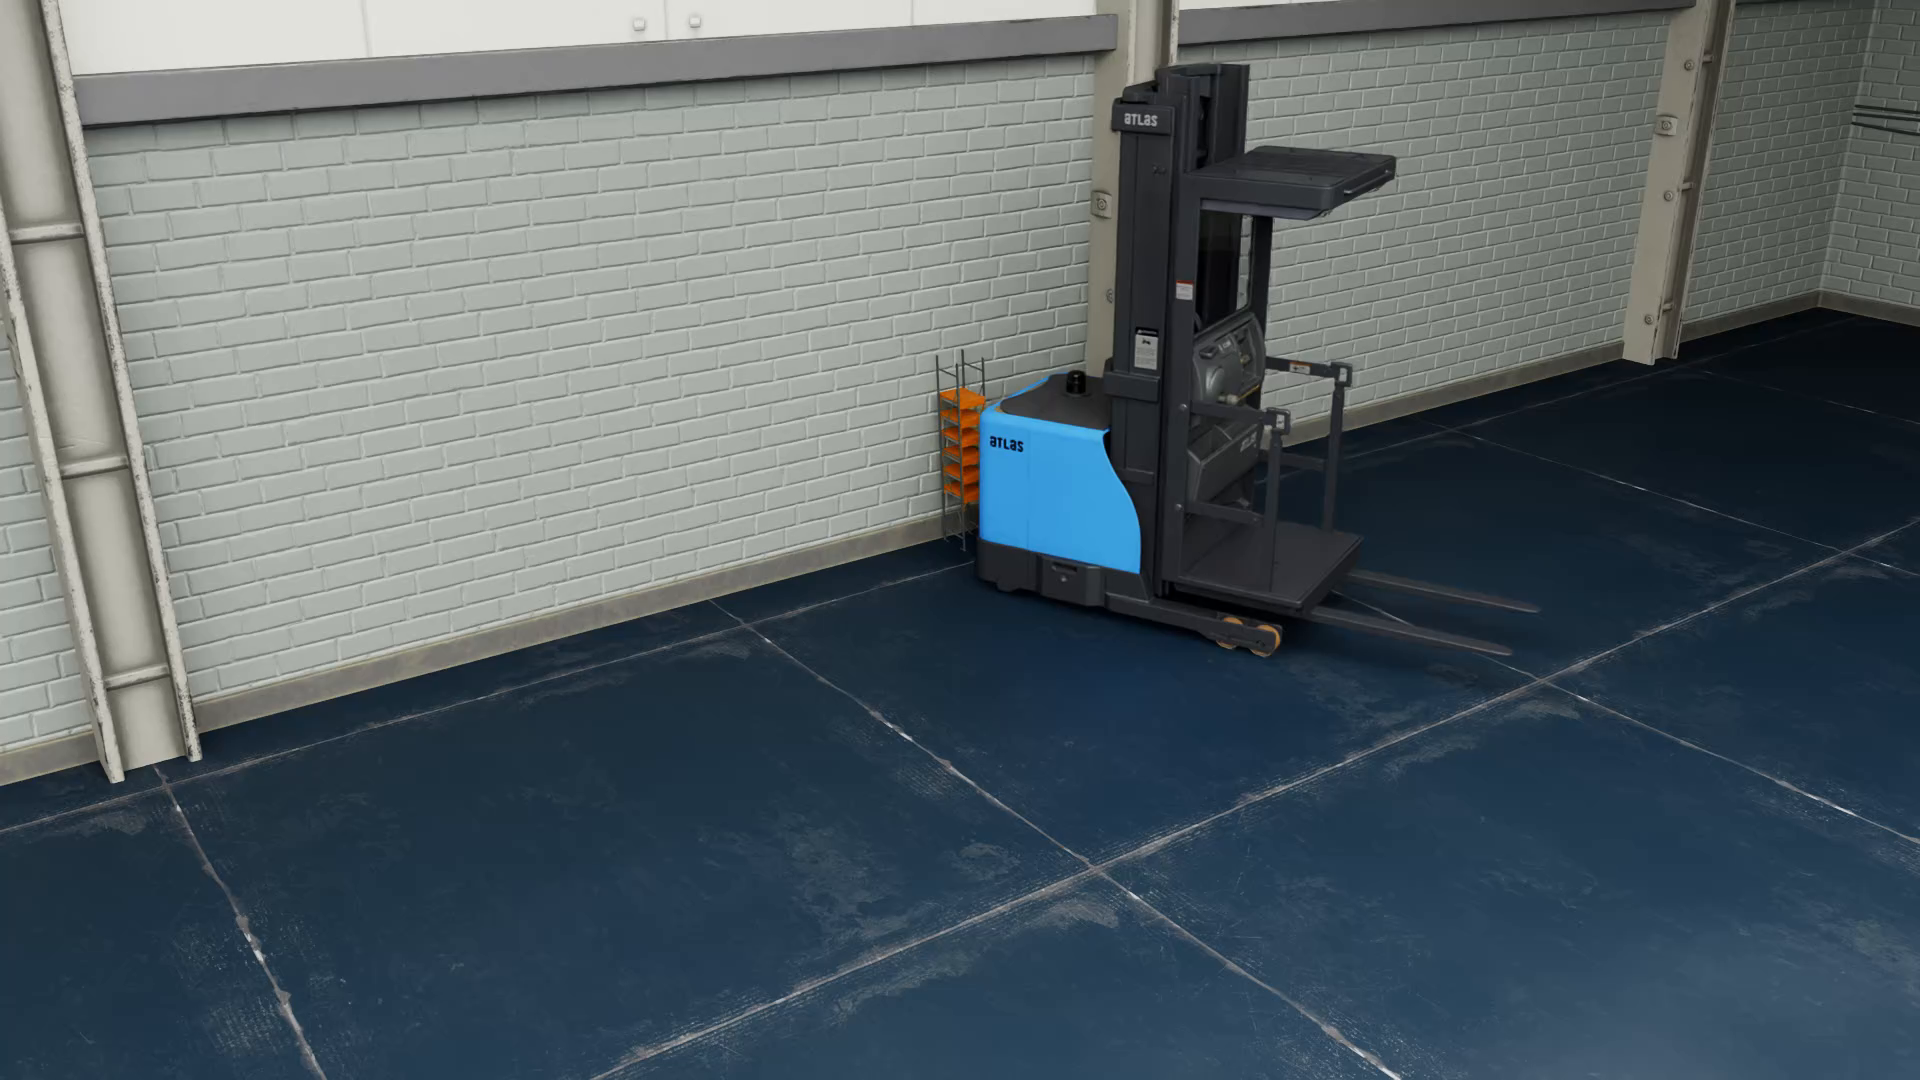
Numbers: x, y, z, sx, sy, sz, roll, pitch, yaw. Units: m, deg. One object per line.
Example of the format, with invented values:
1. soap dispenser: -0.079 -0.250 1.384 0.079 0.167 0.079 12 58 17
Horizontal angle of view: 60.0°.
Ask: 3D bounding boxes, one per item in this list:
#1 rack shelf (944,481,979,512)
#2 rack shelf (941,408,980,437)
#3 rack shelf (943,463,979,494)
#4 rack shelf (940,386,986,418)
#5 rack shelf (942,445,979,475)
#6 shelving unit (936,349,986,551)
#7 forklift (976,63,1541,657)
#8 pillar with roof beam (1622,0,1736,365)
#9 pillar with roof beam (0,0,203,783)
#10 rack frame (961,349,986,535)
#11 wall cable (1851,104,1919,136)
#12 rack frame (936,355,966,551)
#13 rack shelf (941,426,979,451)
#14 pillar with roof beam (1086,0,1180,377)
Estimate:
1. rack shelf: 0.031 -0.278 10.232 0.180 0.103 0.258 -16 27 -29
2. rack shelf: 0.013 -0.719 10.043 0.180 0.103 0.258 -16 27 -29
3. rack shelf: 0.027 -0.389 10.184 0.180 0.103 0.258 -16 27 -29
4. rack shelf: 0.009 -0.830 9.996 0.180 0.103 0.258 -16 27 -29
5. rack shelf: 0.022 -0.499 10.137 0.180 0.103 0.258 -16 27 -29
6. shelving unit: 0.021 -0.540 10.120 0.189 1.200 0.258 -16 27 -29
7. forklift: 1.627 -0.966 8.863 3.031 2.935 1.130 12 25 28
8. pillar with roof beam: 8.446 -4.457 9.423 0.400 9.000 9.100 -15 26 -33
9. pillar with roof beam: -1.295 -1.859 2.914 0.400 9.000 9.100 -15 26 -33
10. rack frame: 0.097 -0.562 10.165 0.006 1.200 0.240 -16 27 -29
11. wall cable: 9.096 -4.549 13.845 0.112 2.526 3.097 -15 26 -33
12. rack frame: -0.056 -0.517 10.075 0.006 1.200 0.240 -16 27 -29
13. rack shelf: 0.018 -0.609 10.090 0.180 0.103 0.258 -16 27 -29
14. pillar with roof beam: 3.576 -3.158 6.168 0.400 9.000 9.100 -15 26 -33
